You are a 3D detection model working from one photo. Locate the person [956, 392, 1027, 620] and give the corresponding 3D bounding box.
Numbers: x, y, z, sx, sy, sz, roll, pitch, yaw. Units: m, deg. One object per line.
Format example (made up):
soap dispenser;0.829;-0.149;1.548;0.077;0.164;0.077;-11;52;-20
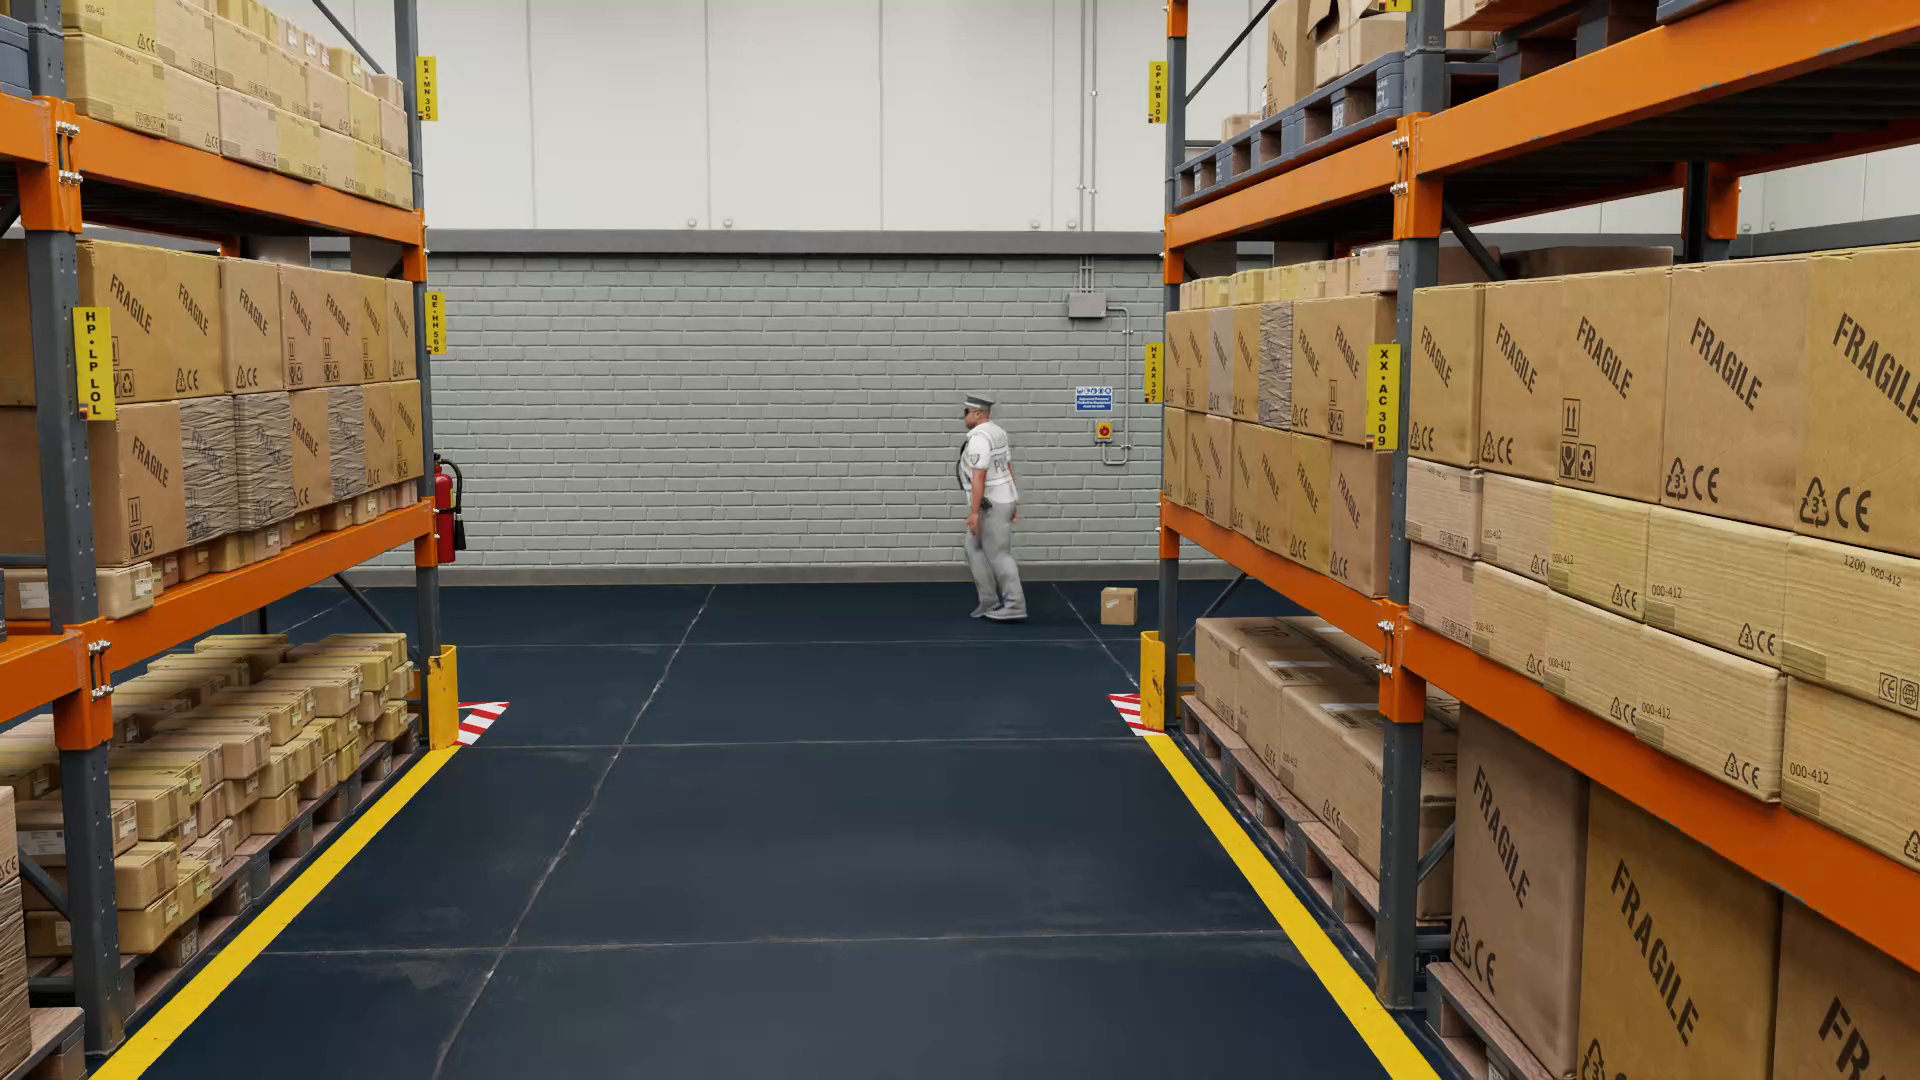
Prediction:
person;0.255;-0.234;12.704;0.542;1.792;0.568;2;7;13
